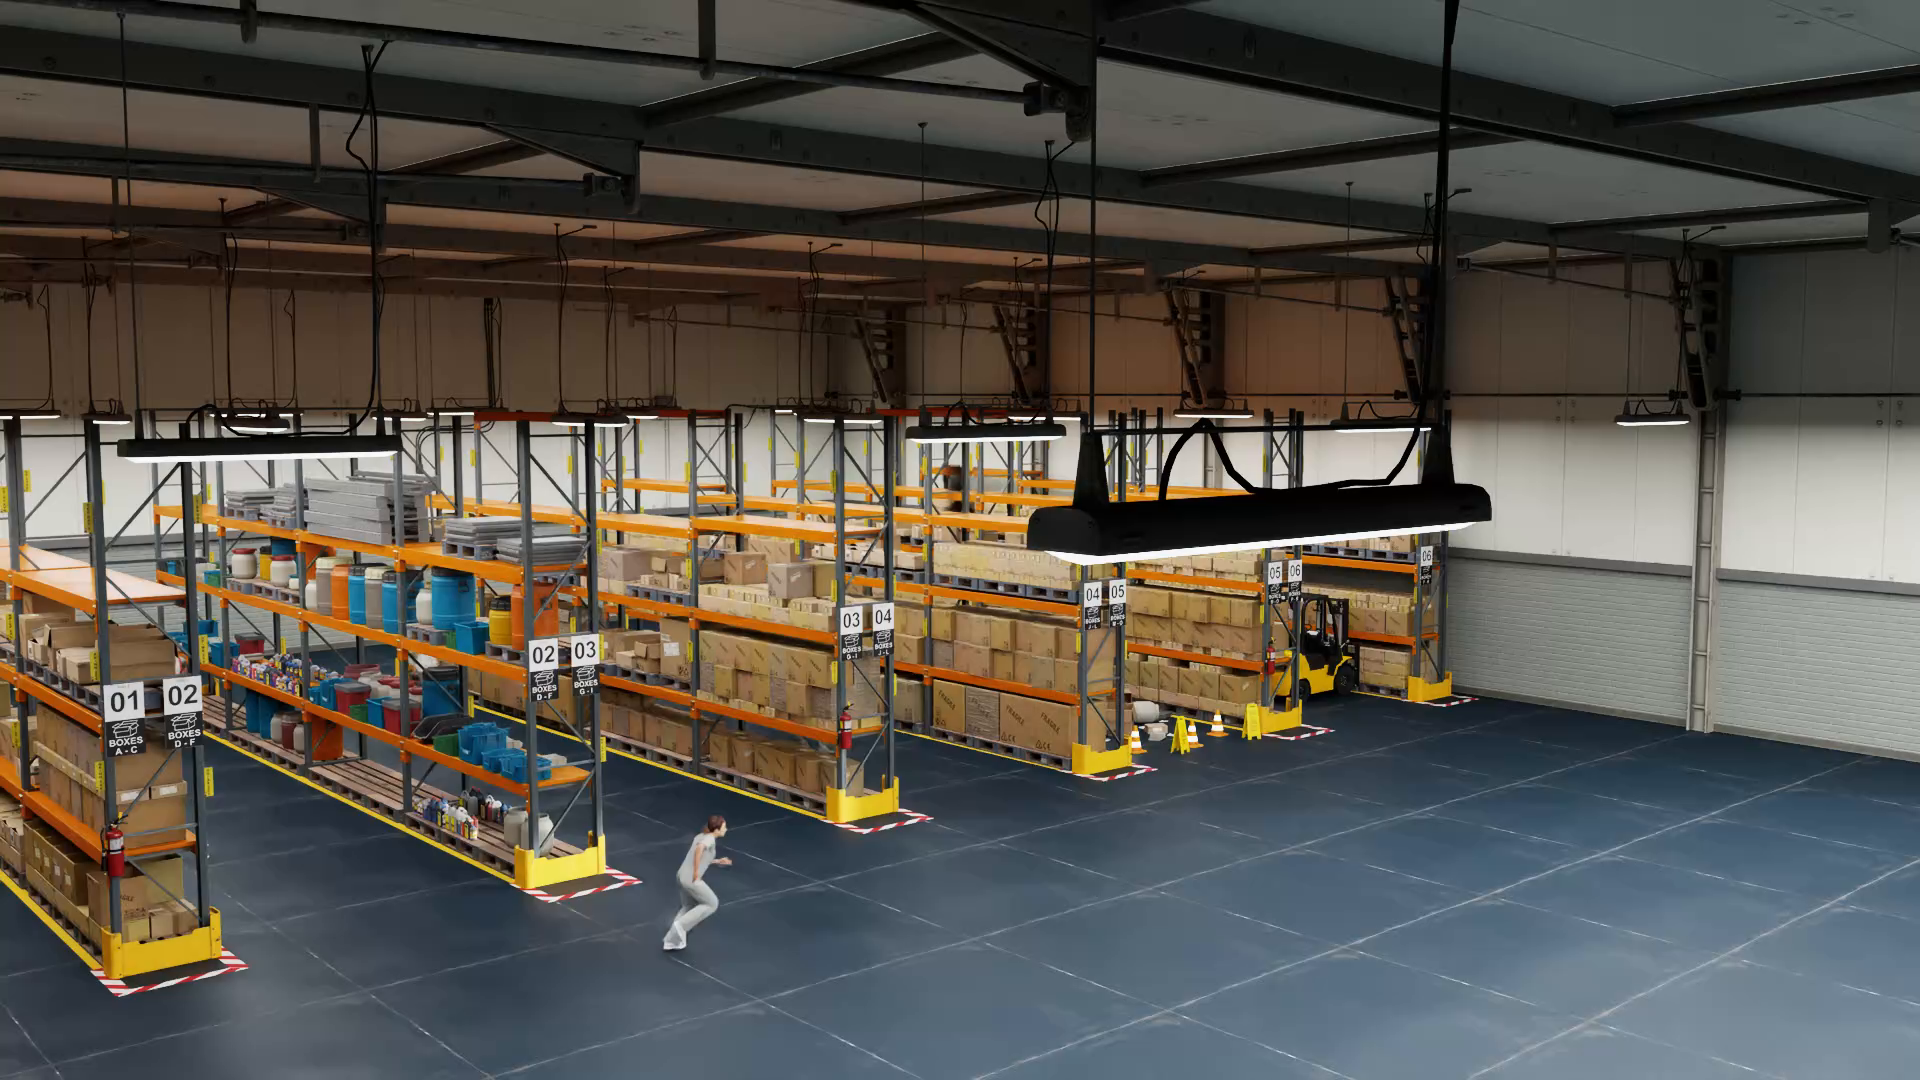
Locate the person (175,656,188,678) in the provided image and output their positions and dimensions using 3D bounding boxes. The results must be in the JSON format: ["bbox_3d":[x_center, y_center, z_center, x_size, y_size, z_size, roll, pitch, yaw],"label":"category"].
[{"bbox_3d":[-14.391,2.767,30.390,0.599,1.786,0.941,-2,6,-26],"label":"person"}]

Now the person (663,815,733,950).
[{"bbox_3d":[-2.978,3.914,18.964,0.834,1.505,0.600,-2,5,-22],"label":"person"}]

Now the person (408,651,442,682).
[{"bbox_3d":[-10.464,2.573,32.724,0.649,1.732,0.647,-5,7,-44],"label":"person"}]

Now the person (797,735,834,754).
[{"bbox_3d":[-2.501,2.915,29.312,0.766,1.714,0.697,2,6,26],"label":"person"}]
